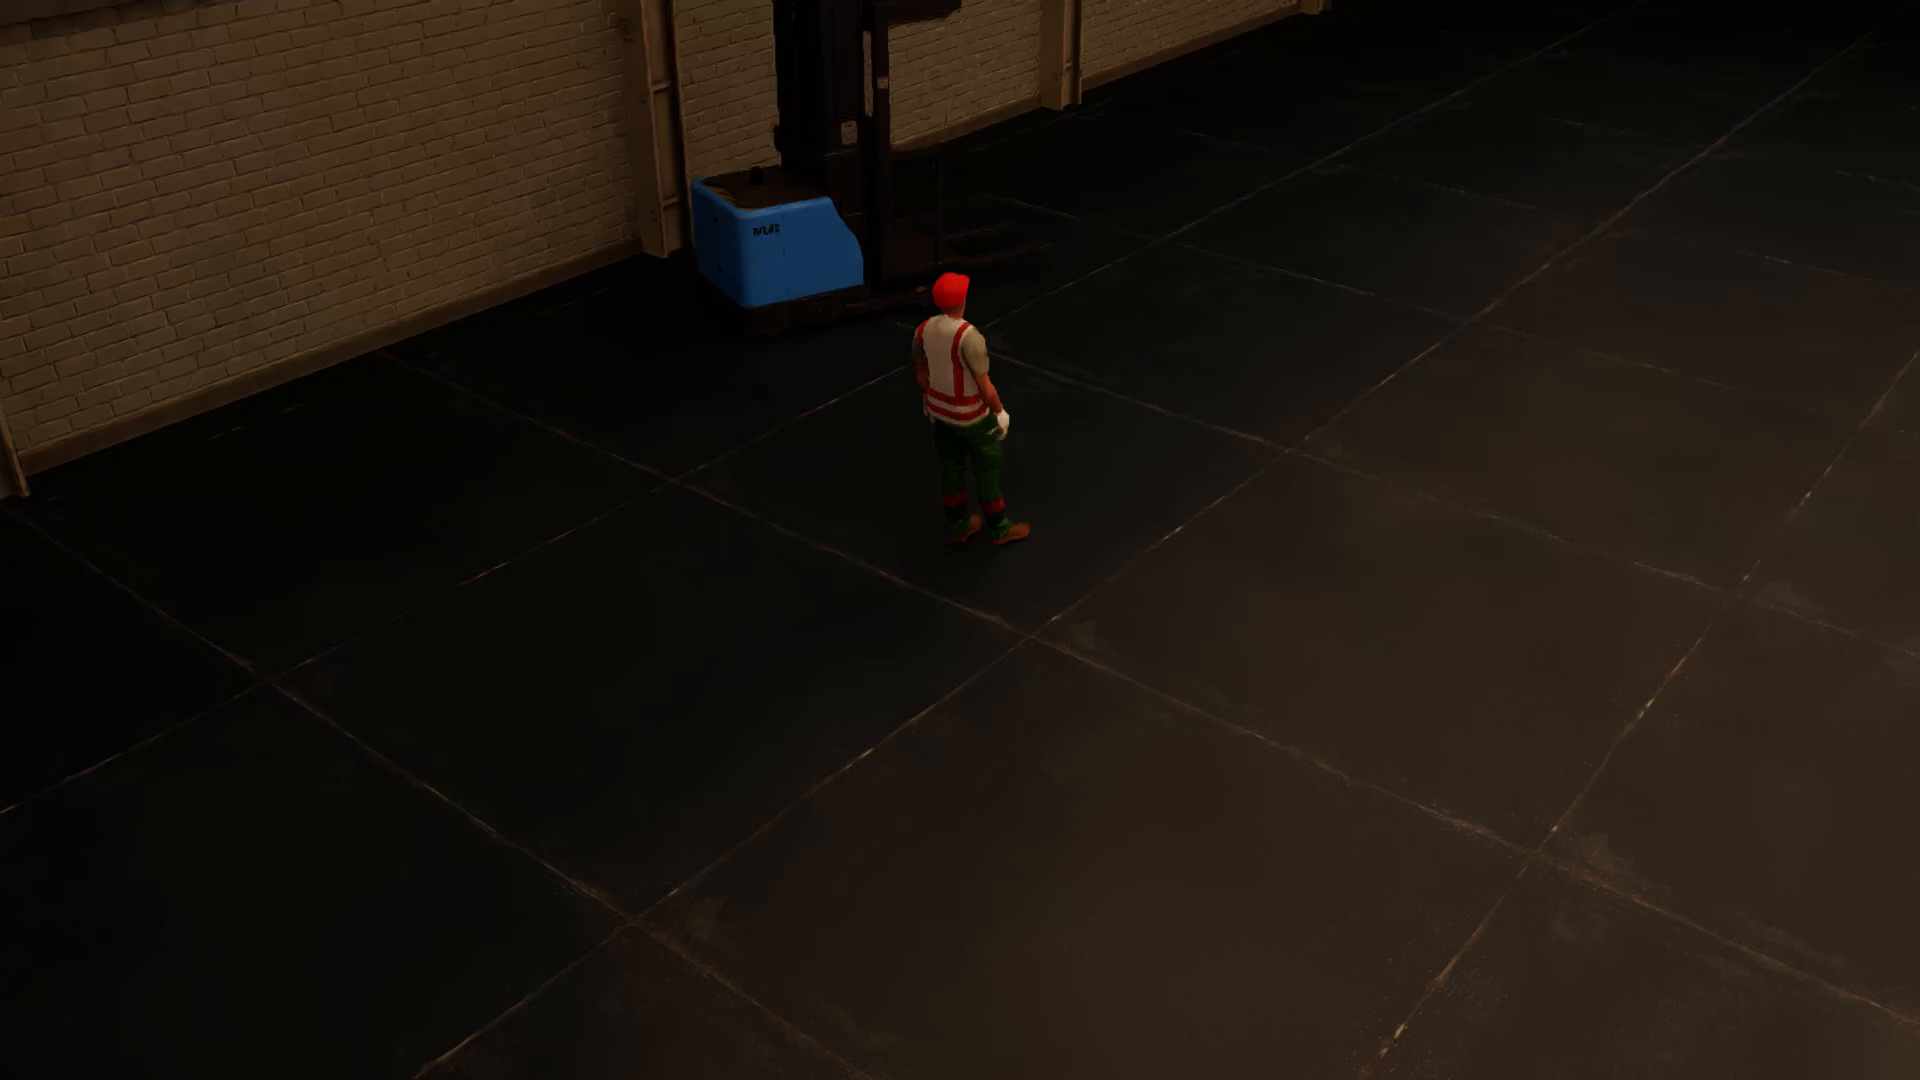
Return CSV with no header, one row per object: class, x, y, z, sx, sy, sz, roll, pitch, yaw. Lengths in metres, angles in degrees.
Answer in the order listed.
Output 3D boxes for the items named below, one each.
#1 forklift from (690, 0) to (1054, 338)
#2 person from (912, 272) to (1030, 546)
forklift,-0.648,-3.409,13.429,3.031,2.935,1.130,-17,34,-26
person,0.059,-0.806,10.093,0.637,1.787,0.563,22,37,33
